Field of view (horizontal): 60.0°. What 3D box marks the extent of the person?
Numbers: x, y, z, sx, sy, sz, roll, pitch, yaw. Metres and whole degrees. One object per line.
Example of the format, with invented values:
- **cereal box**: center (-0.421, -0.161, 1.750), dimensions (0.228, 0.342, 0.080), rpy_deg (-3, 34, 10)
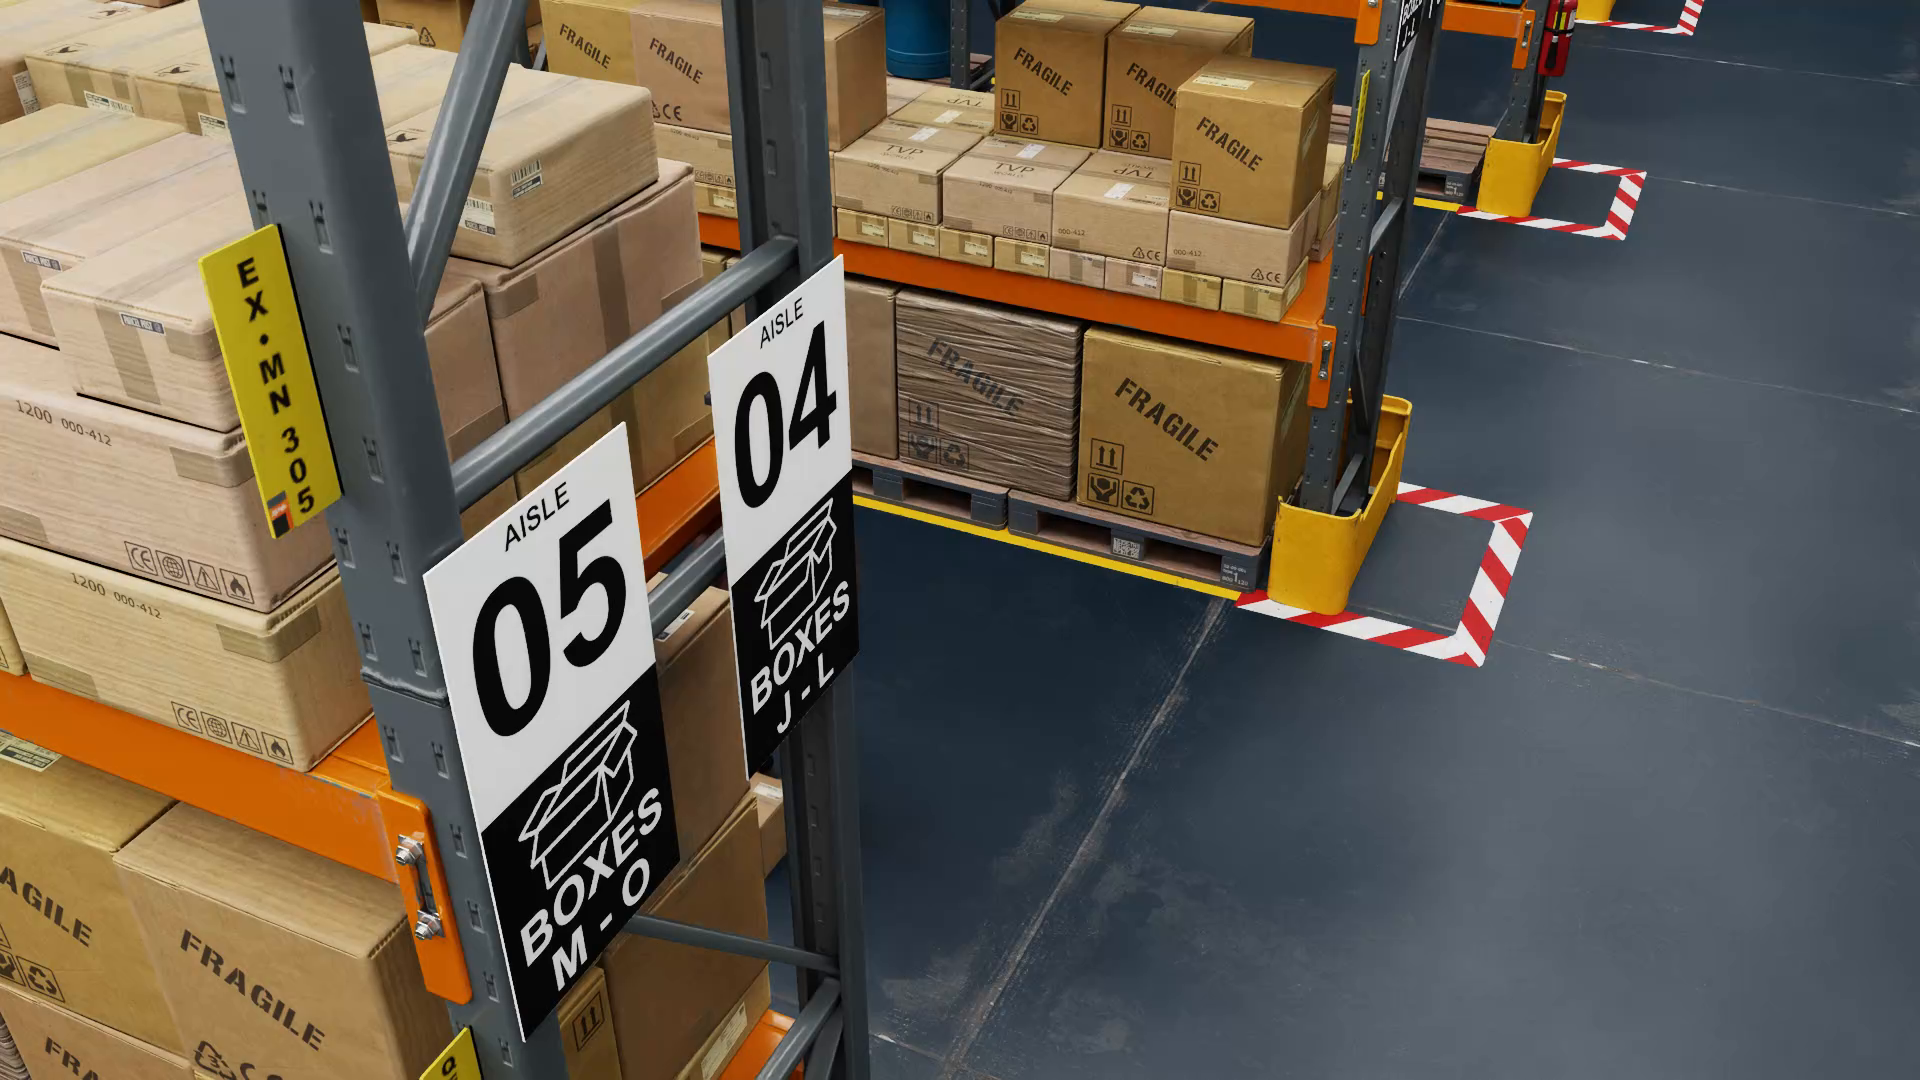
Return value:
- **person**: center (-0.646, 0.256, 5.766), dimensions (0.647, 1.772, 0.429), rpy_deg (12, 35, 18)
